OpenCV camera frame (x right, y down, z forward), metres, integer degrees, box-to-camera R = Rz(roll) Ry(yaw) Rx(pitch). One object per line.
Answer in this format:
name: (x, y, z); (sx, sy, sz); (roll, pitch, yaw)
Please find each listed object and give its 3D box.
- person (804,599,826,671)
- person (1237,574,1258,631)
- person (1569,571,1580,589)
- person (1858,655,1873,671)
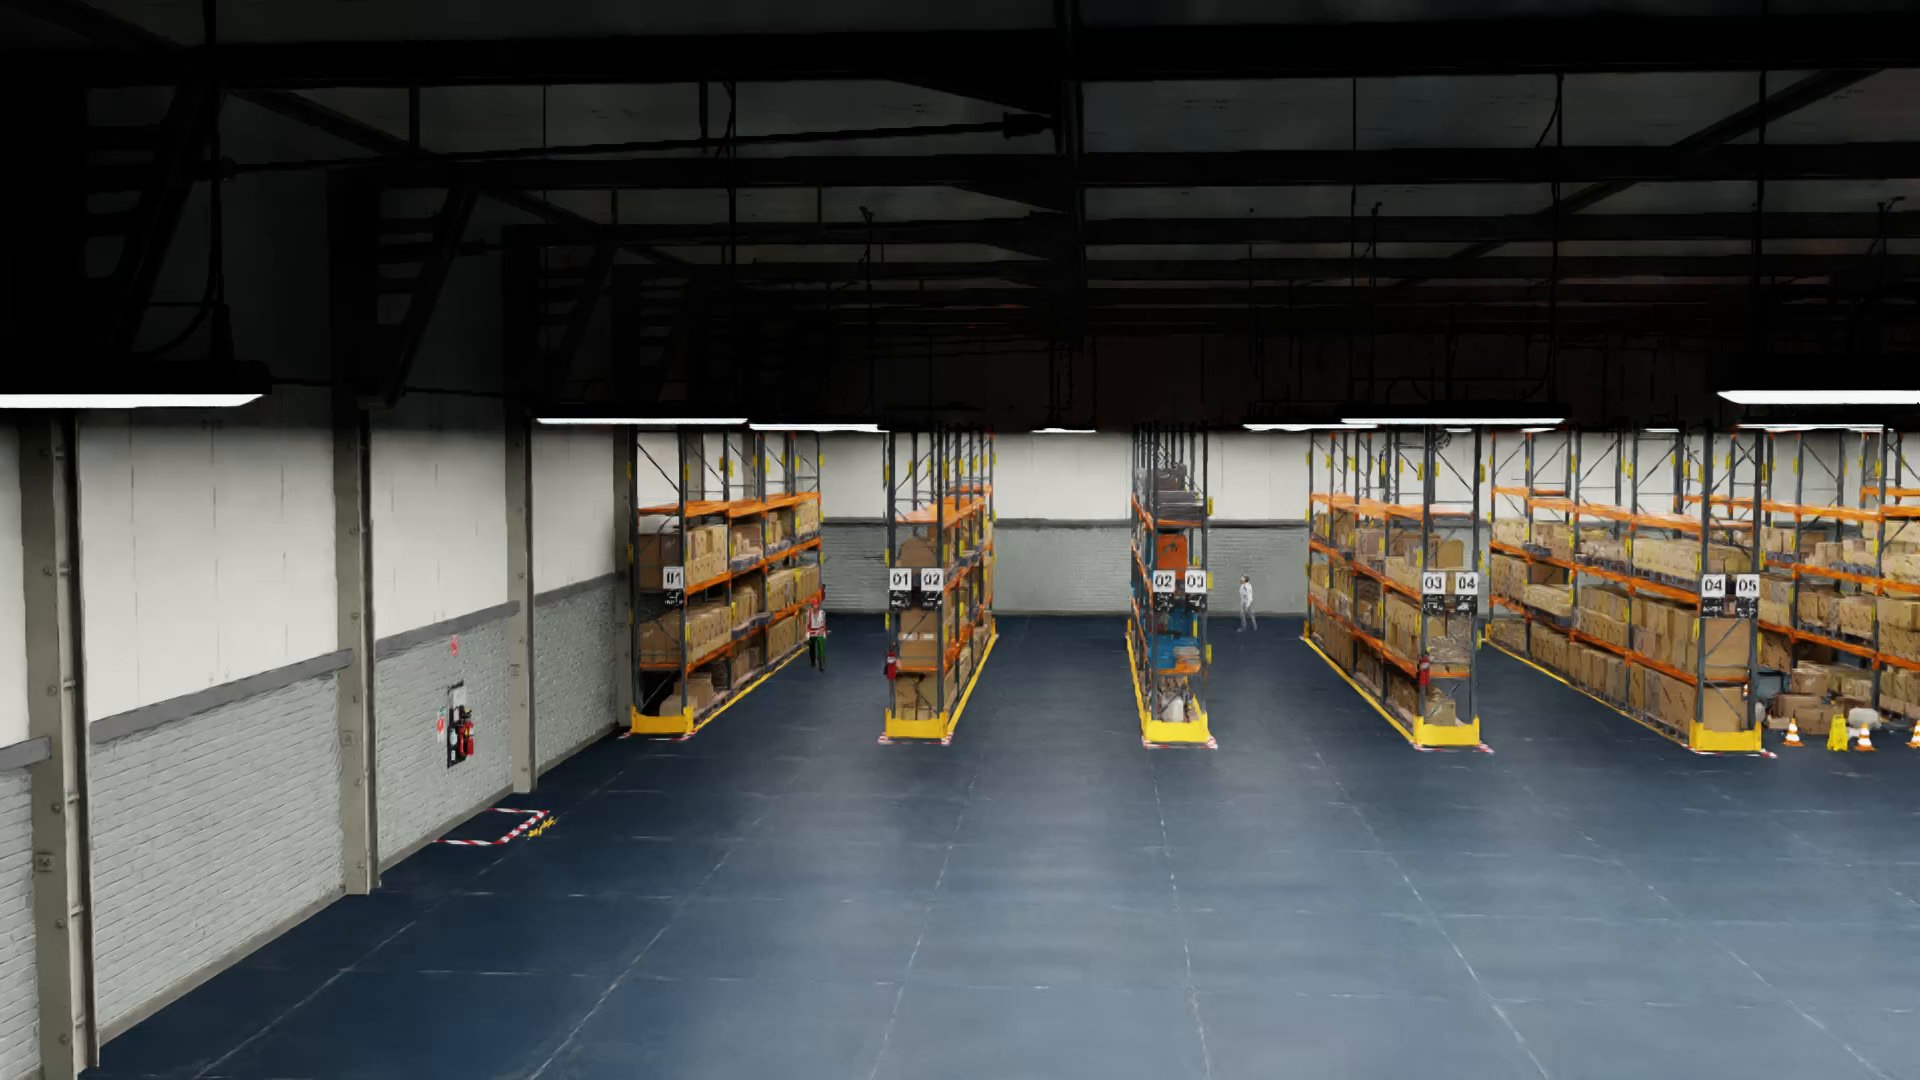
person: (-3.515, 2.290, 40.418); (0.527, 1.728, 1.032); (0, 4, -4)
person: (8.394, 1.831, 48.510); (0.593, 1.649, 0.507); (-2, 4, -28)
person: (17.710, 1.783, 48.145); (0.439, 1.778, 0.675); (-1, 4, -22)
person: (21.580, 2.314, 39.674); (0.569, 1.768, 0.627); (2, 4, 35)
